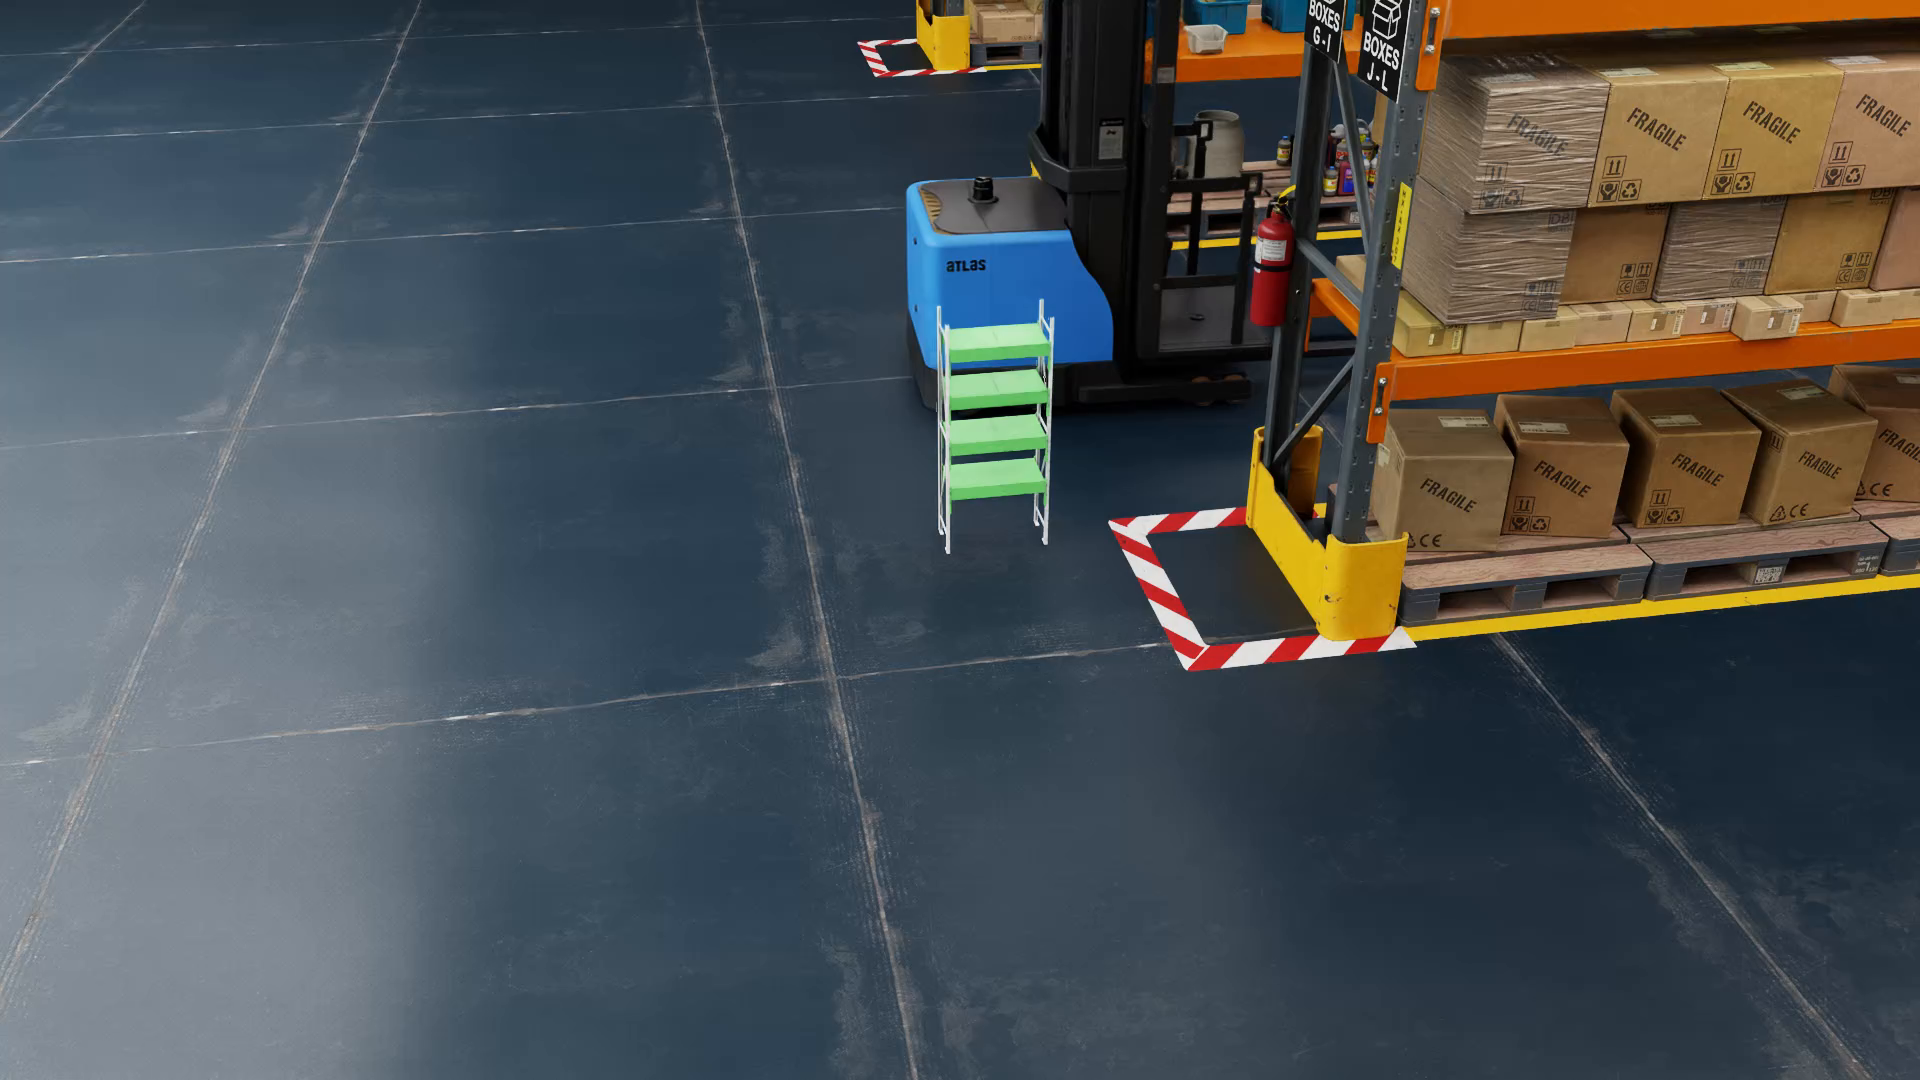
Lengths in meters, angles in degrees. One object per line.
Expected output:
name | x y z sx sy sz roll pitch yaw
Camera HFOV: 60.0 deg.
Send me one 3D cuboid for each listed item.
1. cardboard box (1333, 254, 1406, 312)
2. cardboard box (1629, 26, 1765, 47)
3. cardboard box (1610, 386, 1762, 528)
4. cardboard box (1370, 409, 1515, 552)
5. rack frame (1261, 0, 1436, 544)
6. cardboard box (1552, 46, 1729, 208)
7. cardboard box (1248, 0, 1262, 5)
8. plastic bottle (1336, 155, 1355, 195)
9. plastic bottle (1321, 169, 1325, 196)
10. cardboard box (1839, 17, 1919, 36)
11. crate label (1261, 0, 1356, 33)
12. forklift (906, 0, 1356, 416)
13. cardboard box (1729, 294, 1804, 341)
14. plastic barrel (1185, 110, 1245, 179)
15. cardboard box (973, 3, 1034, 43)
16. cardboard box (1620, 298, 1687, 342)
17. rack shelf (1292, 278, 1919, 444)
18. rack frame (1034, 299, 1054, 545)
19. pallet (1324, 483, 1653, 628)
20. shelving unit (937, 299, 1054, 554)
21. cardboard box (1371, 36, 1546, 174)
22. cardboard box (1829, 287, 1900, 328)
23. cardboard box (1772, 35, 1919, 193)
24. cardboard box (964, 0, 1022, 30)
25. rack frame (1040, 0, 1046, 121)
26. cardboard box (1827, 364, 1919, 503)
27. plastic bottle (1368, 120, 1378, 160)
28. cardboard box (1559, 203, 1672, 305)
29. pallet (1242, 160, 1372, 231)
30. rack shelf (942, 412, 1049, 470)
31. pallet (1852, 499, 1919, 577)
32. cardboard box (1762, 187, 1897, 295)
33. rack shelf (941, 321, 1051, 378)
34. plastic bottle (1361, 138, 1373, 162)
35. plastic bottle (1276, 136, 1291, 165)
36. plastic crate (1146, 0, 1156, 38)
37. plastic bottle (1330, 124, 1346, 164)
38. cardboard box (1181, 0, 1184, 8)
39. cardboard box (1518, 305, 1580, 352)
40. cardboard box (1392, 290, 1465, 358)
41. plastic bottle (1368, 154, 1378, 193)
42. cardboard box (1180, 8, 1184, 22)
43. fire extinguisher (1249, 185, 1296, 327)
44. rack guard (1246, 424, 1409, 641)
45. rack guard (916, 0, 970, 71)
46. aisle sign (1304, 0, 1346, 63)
cardboard box | 1.877 -1.153 7.499 0.250 0.149 0.380 -5 31 -9
cardboard box | 3.114 -2.001 7.315 0.500 0.500 0.500 -5 31 -9
cardboard box | 3.452 -0.404 8.029 0.500 0.500 0.500 -3 31 -4
cardboard box | 2.251 -0.284 7.826 0.500 0.500 0.500 0 30 0
rack frame | 1.634 -1.132 7.216 0.127 3.000 1.000 -5 31 -9
cardboard box | 2.717 -1.691 6.788 0.500 0.500 0.500 -5 31 -9
cardboard box | 2.877 -5.565 16.313 0.500 0.500 0.500 -5 31 -9
plastic bottle | 2.807 -2.642 12.030 0.133 0.283 0.061 -5 31 -8
plastic bottle | 2.581 -2.625 12.013 0.097 0.271 0.097 0 30 0
cardboard box | 4.097 -2.094 7.473 0.500 0.500 0.500 -5 31 -9
crate label | 2.504 -3.920 11.922 0.616 0.435 0.502 -5 31 -9
forklift | 1.235 -2.294 9.260 3.031 2.935 1.130 -4 31 -7
cardboard box | 3.450 -1.020 7.273 0.250 0.149 0.380 -5 31 -9
plastic barrel | 1.868 -2.854 12.185 0.421 0.512 0.421 0 30 0
cardboard box | 0.421 -5.005 16.102 0.500 0.250 0.500 -5 31 -9
cardboard box | 2.945 -1.012 7.260 0.250 0.149 0.380 -5 31 -9
rack shelf | 3.601 -1.005 7.709 4.000 0.370 1.077 -5 31 -9
rack frame | 0.403 -0.555 8.009 0.015 1.200 0.240 -5 31 -9
pallet | 2.514 0.006 8.031 1.213 0.211 1.003 -5 31 -9
shelving unit | 0.163 -0.532 7.972 0.503 1.200 0.258 -5 31 -9
cardboard box | 2.130 -1.908 7.157 0.500 0.500 0.500 -5 31 -9
cardboard box | 3.932 -1.093 7.398 0.250 0.149 0.380 -5 31 -9
cardboard box | 3.699 -1.786 6.950 0.500 0.500 0.500 -5 31 -9
cardboard box | 0.328 -5.264 16.541 0.500 0.250 0.500 -5 31 -9
rack frame | 0.742 -3.602 11.416 0.127 3.000 1.000 -5 31 -9
cardboard box | 4.606 -0.528 8.241 0.500 0.500 0.500 4 31 7
plastic bottle | 3.204 -3.092 12.728 0.185 0.351 0.144 -6 31 -9
cardboard box | 2.650 -1.445 7.357 0.500 0.500 0.875 -5 31 -9
pallet | 2.806 -2.611 12.482 1.213 0.211 1.003 -5 31 -9
rack shelf | 0.163 -0.477 8.004 0.480 0.148 0.258 -5 31 -9
pallet | 4.914 -0.216 8.410 1.213 0.211 1.003 -5 31 -9
cardboard box | 3.644 -1.509 7.466 0.500 0.500 0.875 -5 31 -9
rack shelf | 0.163 -0.891 7.761 0.480 0.148 0.258 -5 31 -9
plastic bottle | 3.086 -2.954 12.641 0.097 0.201 0.097 0 30 0
plastic bottle | 2.469 -2.971 12.671 0.097 0.201 0.097 0 30 0
plastic crate | 1.180 -3.732 11.785 0.616 0.251 0.499 -5 31 -9
plastic bottle | 2.859 -3.025 12.689 0.135 0.276 0.152 -6 31 -10
cardboard box | 1.897 -5.464 16.142 0.500 0.500 0.500 -5 31 -9
cardboard box | 2.455 -0.960 7.171 0.250 0.149 0.380 -5 31 -9
cardboard box | 1.957 -0.931 7.122 0.250 0.149 0.380 -5 31 -9
plastic bottle | 3.017 -2.666 12.082 0.097 0.271 0.097 0 30 0
cardboard box | 1.897 -5.142 16.333 0.500 0.250 0.500 -5 31 -9
fire extinguisher | 1.438 -1.318 7.609 0.183 0.674 0.296 -5 31 -9
rack guard | 1.709 -0.062 7.862 0.348 0.500 1.175 -5 31 -9
rack guard | -0.170 -4.992 16.246 0.348 0.500 1.175 -5 31 -9
aisle sign | 1.519 -2.397 6.802 0.004 0.787 0.394 -5 31 -9
